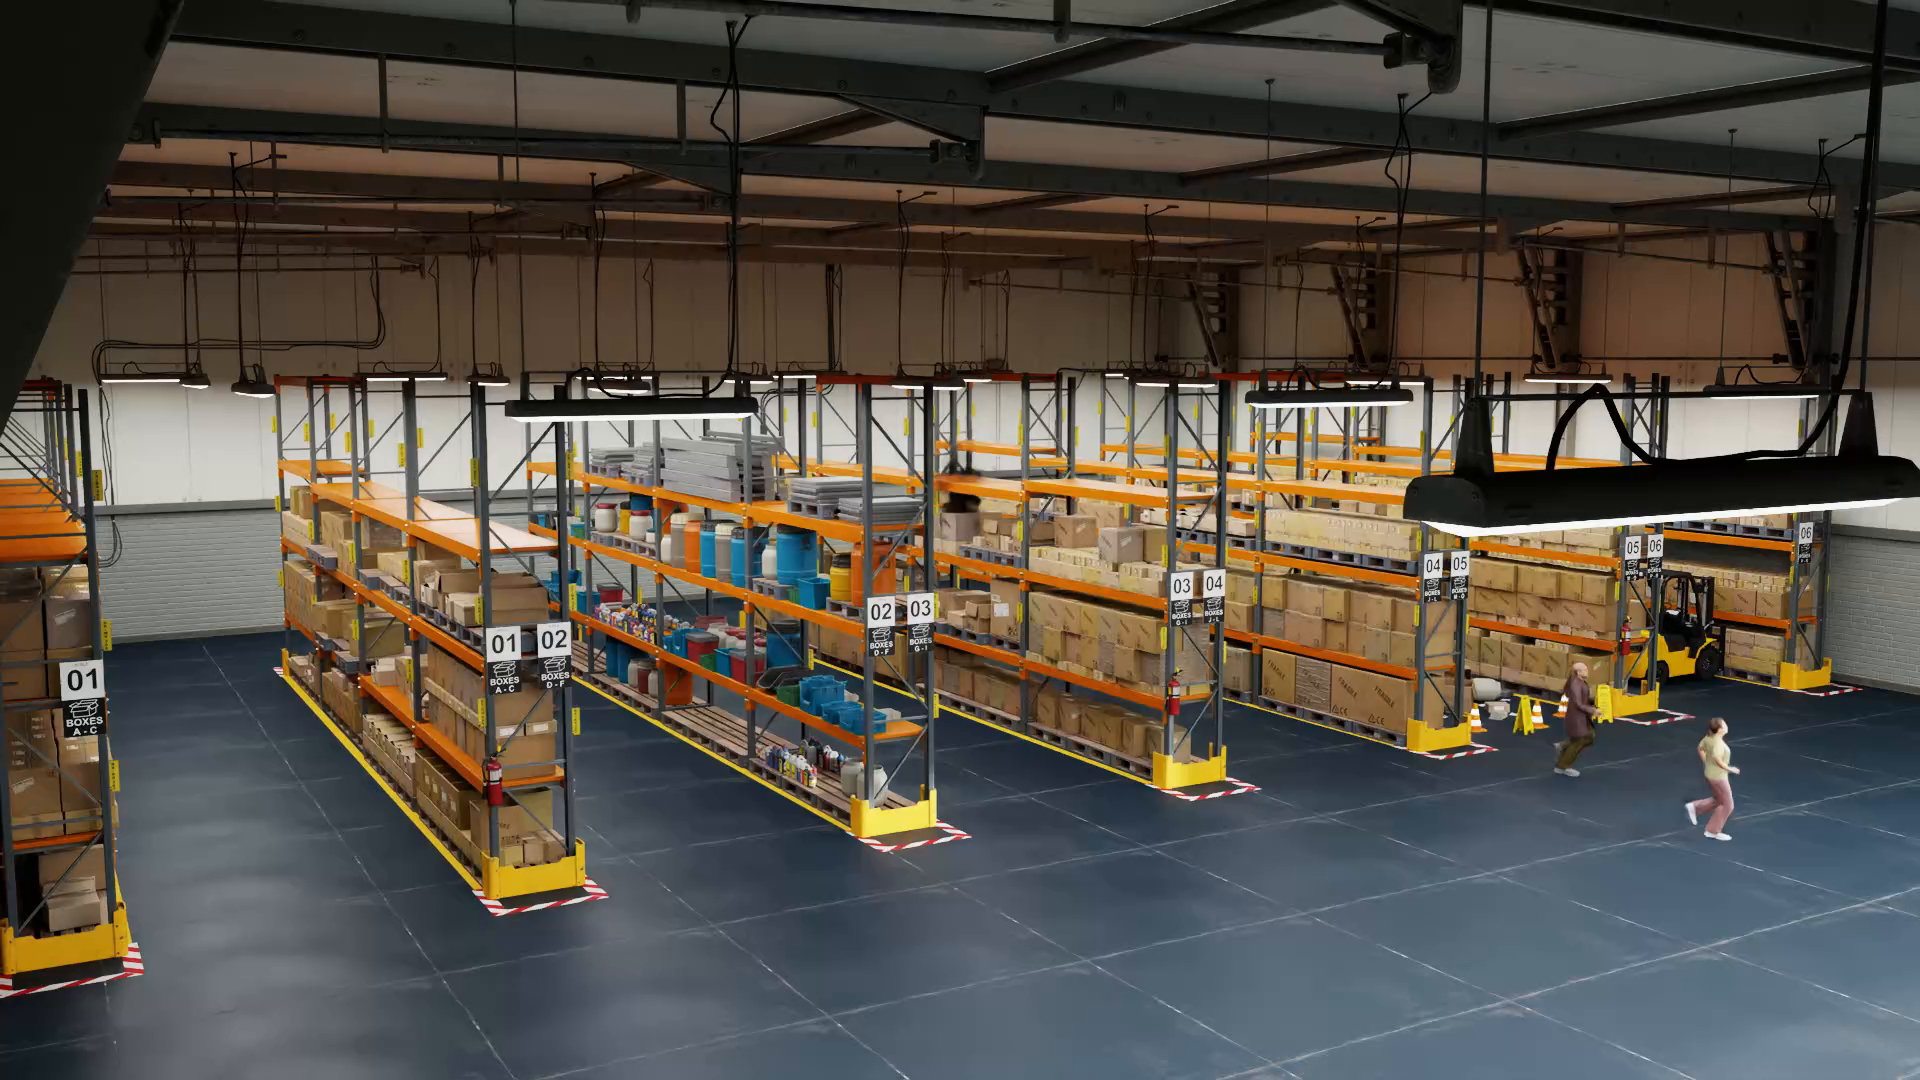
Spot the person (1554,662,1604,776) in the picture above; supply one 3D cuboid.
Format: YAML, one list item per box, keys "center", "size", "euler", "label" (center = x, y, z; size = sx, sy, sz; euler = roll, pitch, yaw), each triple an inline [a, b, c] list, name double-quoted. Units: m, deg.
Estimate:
- center: [9.410, 2.711, 25.266]
  size: [0.690, 1.737, 0.747]
  euler: [3, 7, 22]
  label: "person"

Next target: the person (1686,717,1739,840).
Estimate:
- center: [9.934, 3.135, 21.931]
  size: [0.578, 1.633, 0.610]
  euler: [1, 6, 7]
  label: "person"

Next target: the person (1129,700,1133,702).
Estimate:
- center: [3.094, 2.079, 29.933]
  size: [0.691, 1.731, 0.809]
  euler: [-4, 8, -35]
  label: "person"

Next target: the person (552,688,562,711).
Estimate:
- center: [-7.392, 2.247, 30.007]
  size: [0.587, 1.626, 0.561]
  euler: [-4, 8, -34]
  label: "person"
